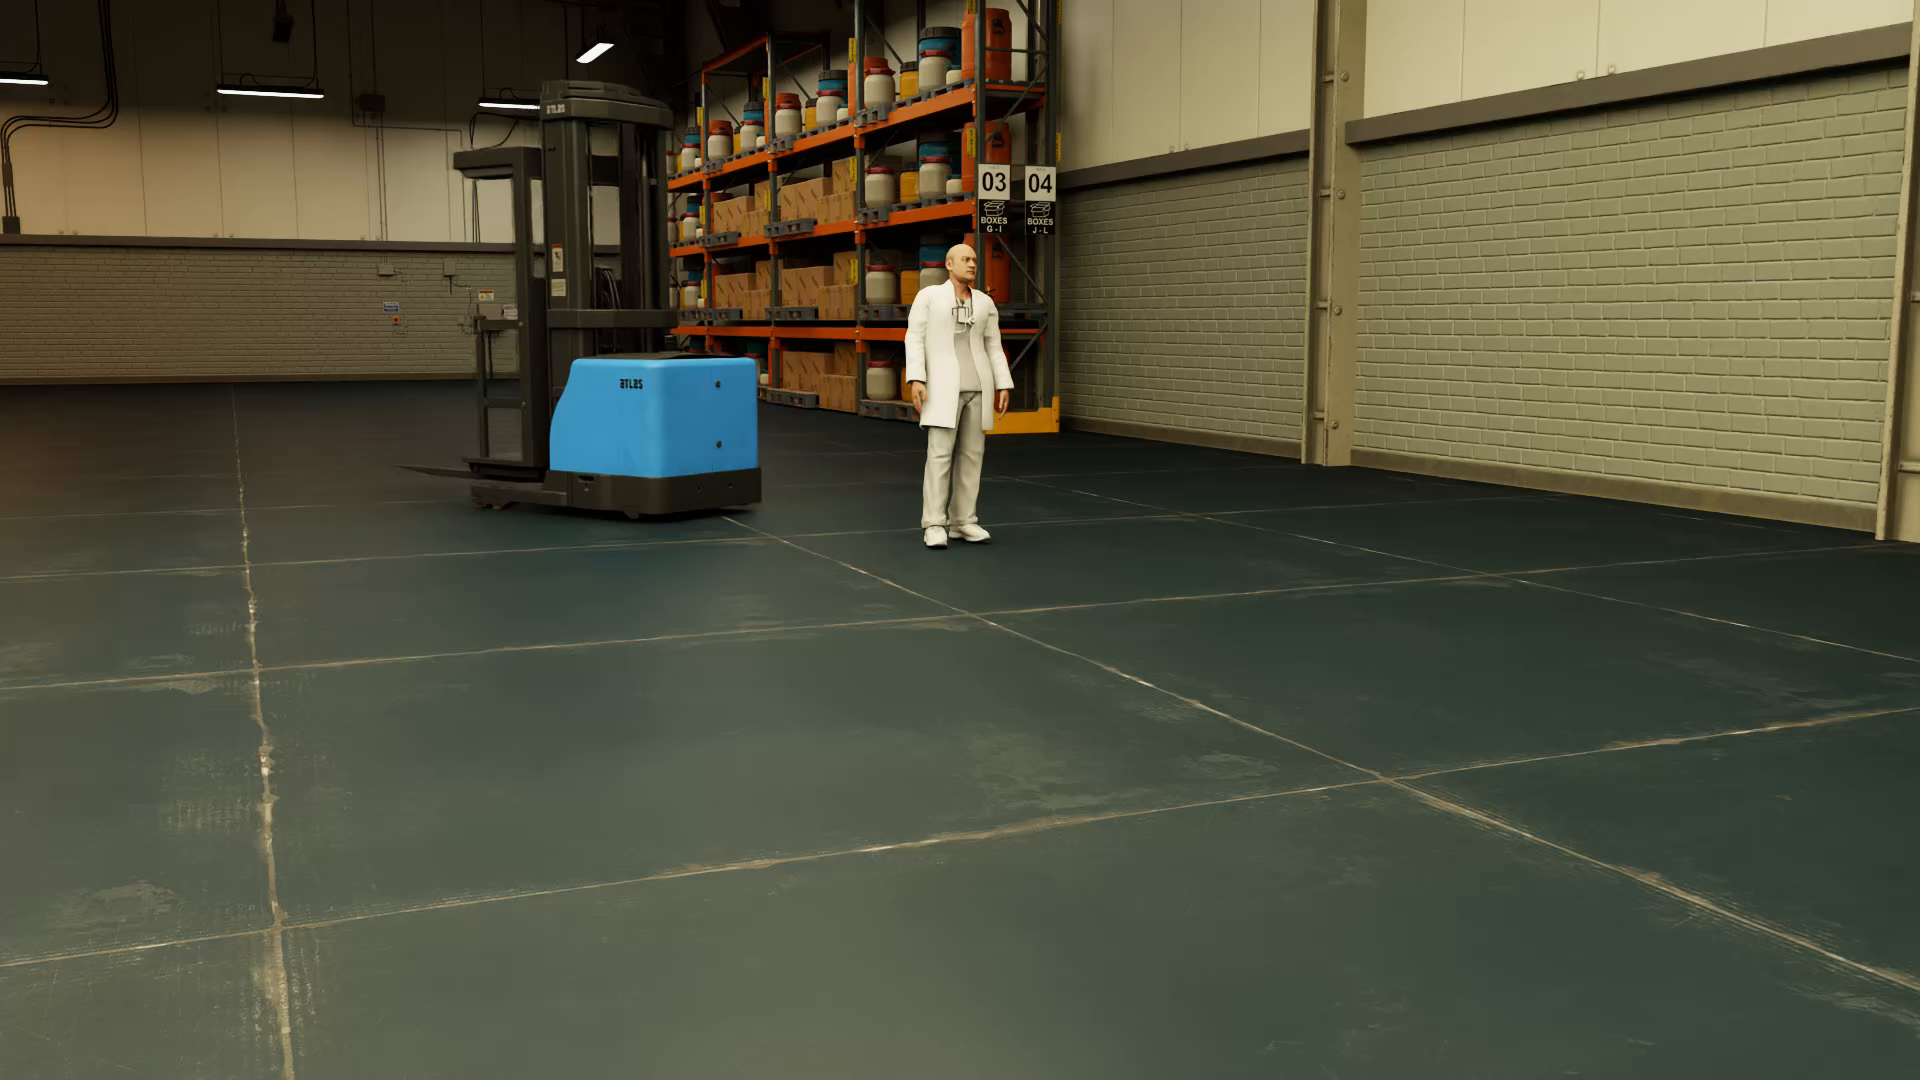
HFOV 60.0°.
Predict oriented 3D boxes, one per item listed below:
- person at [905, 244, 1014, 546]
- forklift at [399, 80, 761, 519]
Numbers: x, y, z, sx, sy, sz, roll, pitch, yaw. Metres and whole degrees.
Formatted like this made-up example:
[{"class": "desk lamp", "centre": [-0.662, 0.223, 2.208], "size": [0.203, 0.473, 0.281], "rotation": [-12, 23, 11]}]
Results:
[{"class": "person", "centre": [0.032, -0.878, 9.953], "size": [0.696, 1.776, 0.581], "rotation": [-3, 8, -23]}, {"class": "forklift", "centre": [-2.882, -1.715, 11.952], "size": [3.031, 2.935, 1.130], "rotation": [5, 9, 36]}]
